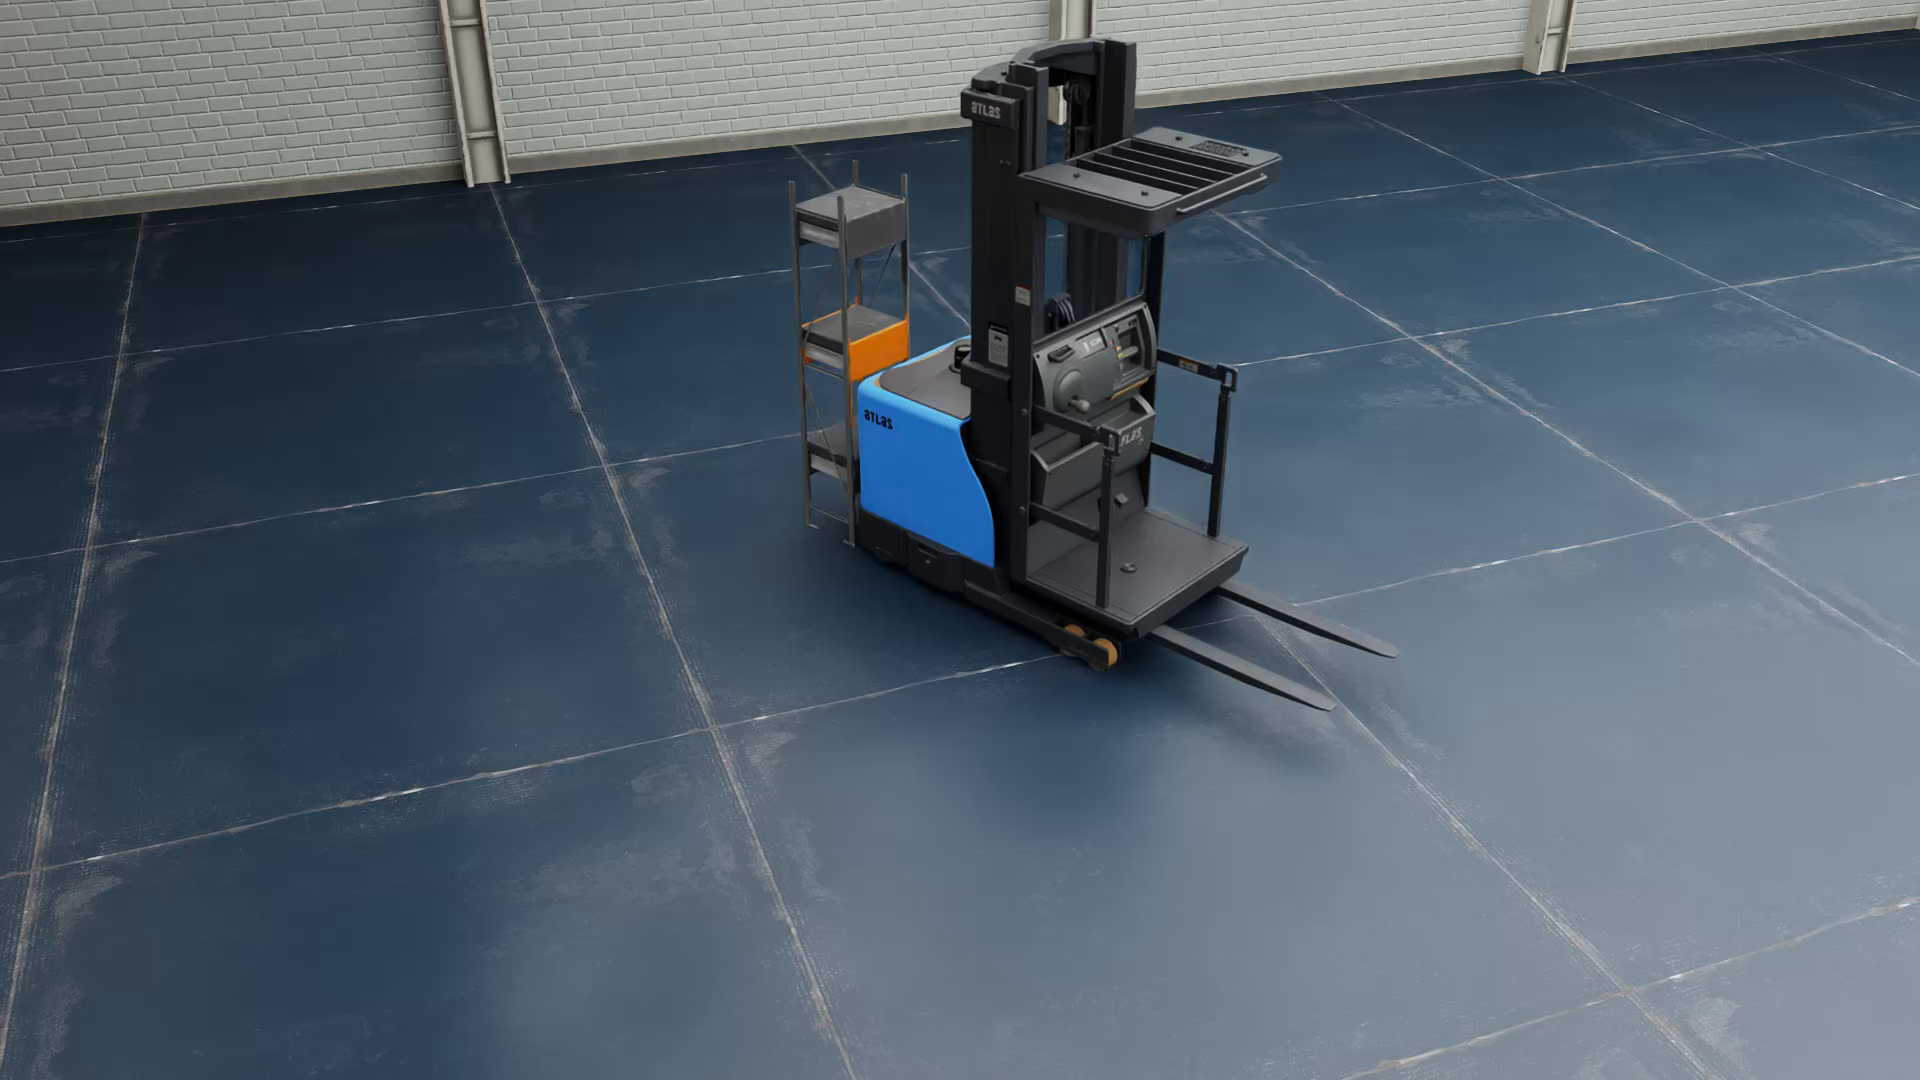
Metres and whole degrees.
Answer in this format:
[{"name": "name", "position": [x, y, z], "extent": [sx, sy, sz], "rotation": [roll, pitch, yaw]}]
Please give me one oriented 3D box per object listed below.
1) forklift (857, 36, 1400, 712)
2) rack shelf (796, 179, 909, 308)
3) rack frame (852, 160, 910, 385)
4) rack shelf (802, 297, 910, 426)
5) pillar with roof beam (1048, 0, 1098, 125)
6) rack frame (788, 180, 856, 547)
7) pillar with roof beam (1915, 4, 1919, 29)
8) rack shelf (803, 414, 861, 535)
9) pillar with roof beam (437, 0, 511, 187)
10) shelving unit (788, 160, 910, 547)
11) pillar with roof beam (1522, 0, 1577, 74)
[{"name": "forklift", "position": [0.853, -0.894, 8.358], "extent": [3.031, 2.935, 1.130], "rotation": [24, 37, 36]}, {"name": "rack shelf", "position": [-0.600, -1.627, 9.097], "extent": [0.431, 0.518, 0.480], "rotation": [23, 37, 35]}, {"name": "rack frame", "position": [-0.441, -1.122, 9.597], "extent": [0.400, 2.100, 0.015], "rotation": [23, 37, 35]}, {"name": "rack shelf", "position": [-0.601, -1.019, 9.443], "extent": [0.431, 0.518, 0.480], "rotation": [23, 37, 35]}, {"name": "pillar with roof beam", "position": [2.659, -6.348, 11.802], "extent": [0.400, 9.000, 9.100], "rotation": [-10, 31, -18]}, {"name": "rack frame", "position": [-0.761, -0.939, 9.276], "extent": [0.400, 2.100, 0.015], "rotation": [23, 37, 35]}, {"name": "pillar with roof beam", "position": [13.906, -8.420, 15.438], "extent": [0.400, 9.000, 9.100], "rotation": [-10, 31, -18]}, {"name": "rack shelf", "position": [-0.603, -0.411, 9.790], "extent": [0.431, 0.518, 0.480], "rotation": [23, 37, 35]}, {"name": "pillar with roof beam", "position": [-2.965, -5.313, 9.985], "extent": [0.400, 9.000, 9.100], "rotation": [-10, 31, -18]}, {"name": "shelving unit", "position": [-0.601, -1.030, 9.437], "extent": [0.431, 2.100, 0.503], "rotation": [23, 37, 35]}, {"name": "pillar with roof beam", "position": [8.282, -7.384, 13.620], "extent": [0.400, 9.000, 9.100], "rotation": [-10, 31, -18]}]
